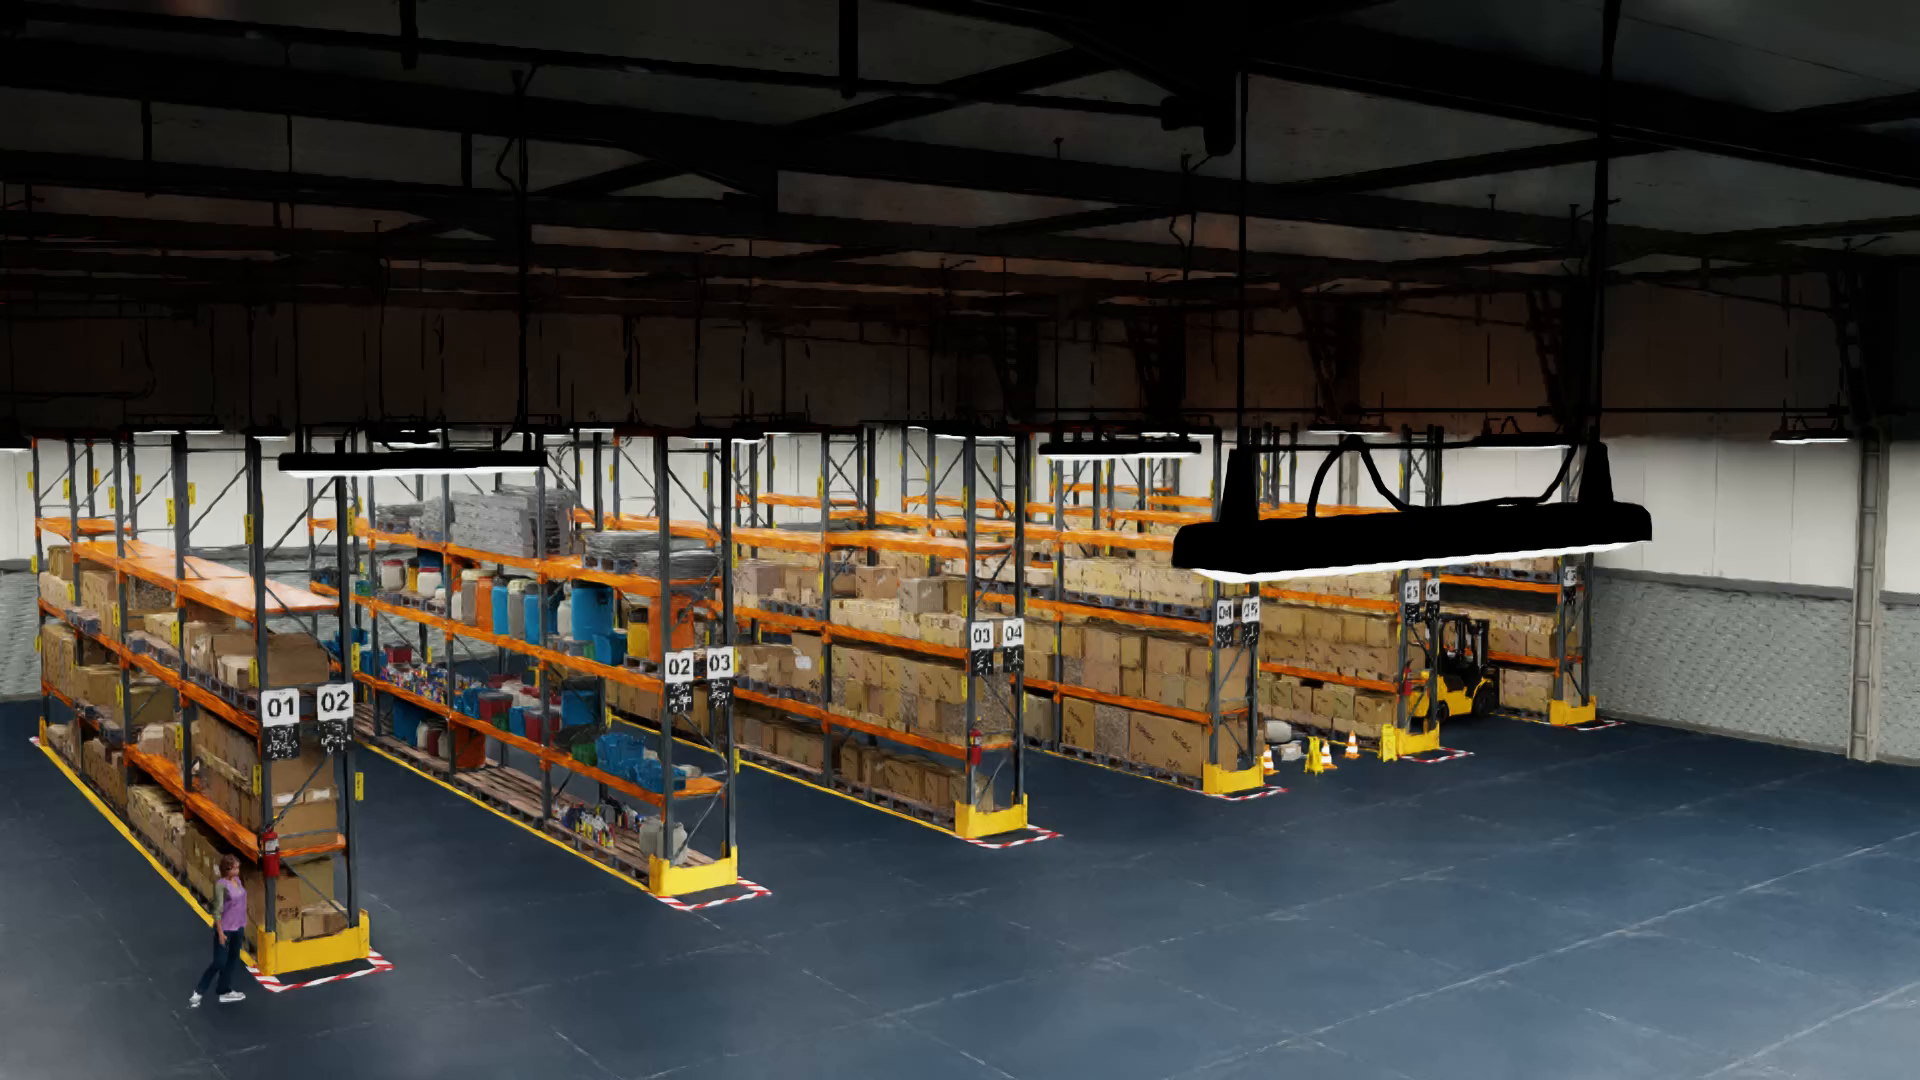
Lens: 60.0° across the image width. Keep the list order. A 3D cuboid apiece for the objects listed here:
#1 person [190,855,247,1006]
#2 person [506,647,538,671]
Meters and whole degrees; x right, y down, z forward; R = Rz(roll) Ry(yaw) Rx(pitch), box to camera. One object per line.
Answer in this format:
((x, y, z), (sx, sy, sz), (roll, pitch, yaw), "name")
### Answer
((-7.880, 4.151, 17.652), (0.472, 1.589, 0.593), (1, 5, 9), "person")
((-10.713, 2.324, 40.146), (0.797, 1.701, 0.709), (3, 5, 34), "person")
